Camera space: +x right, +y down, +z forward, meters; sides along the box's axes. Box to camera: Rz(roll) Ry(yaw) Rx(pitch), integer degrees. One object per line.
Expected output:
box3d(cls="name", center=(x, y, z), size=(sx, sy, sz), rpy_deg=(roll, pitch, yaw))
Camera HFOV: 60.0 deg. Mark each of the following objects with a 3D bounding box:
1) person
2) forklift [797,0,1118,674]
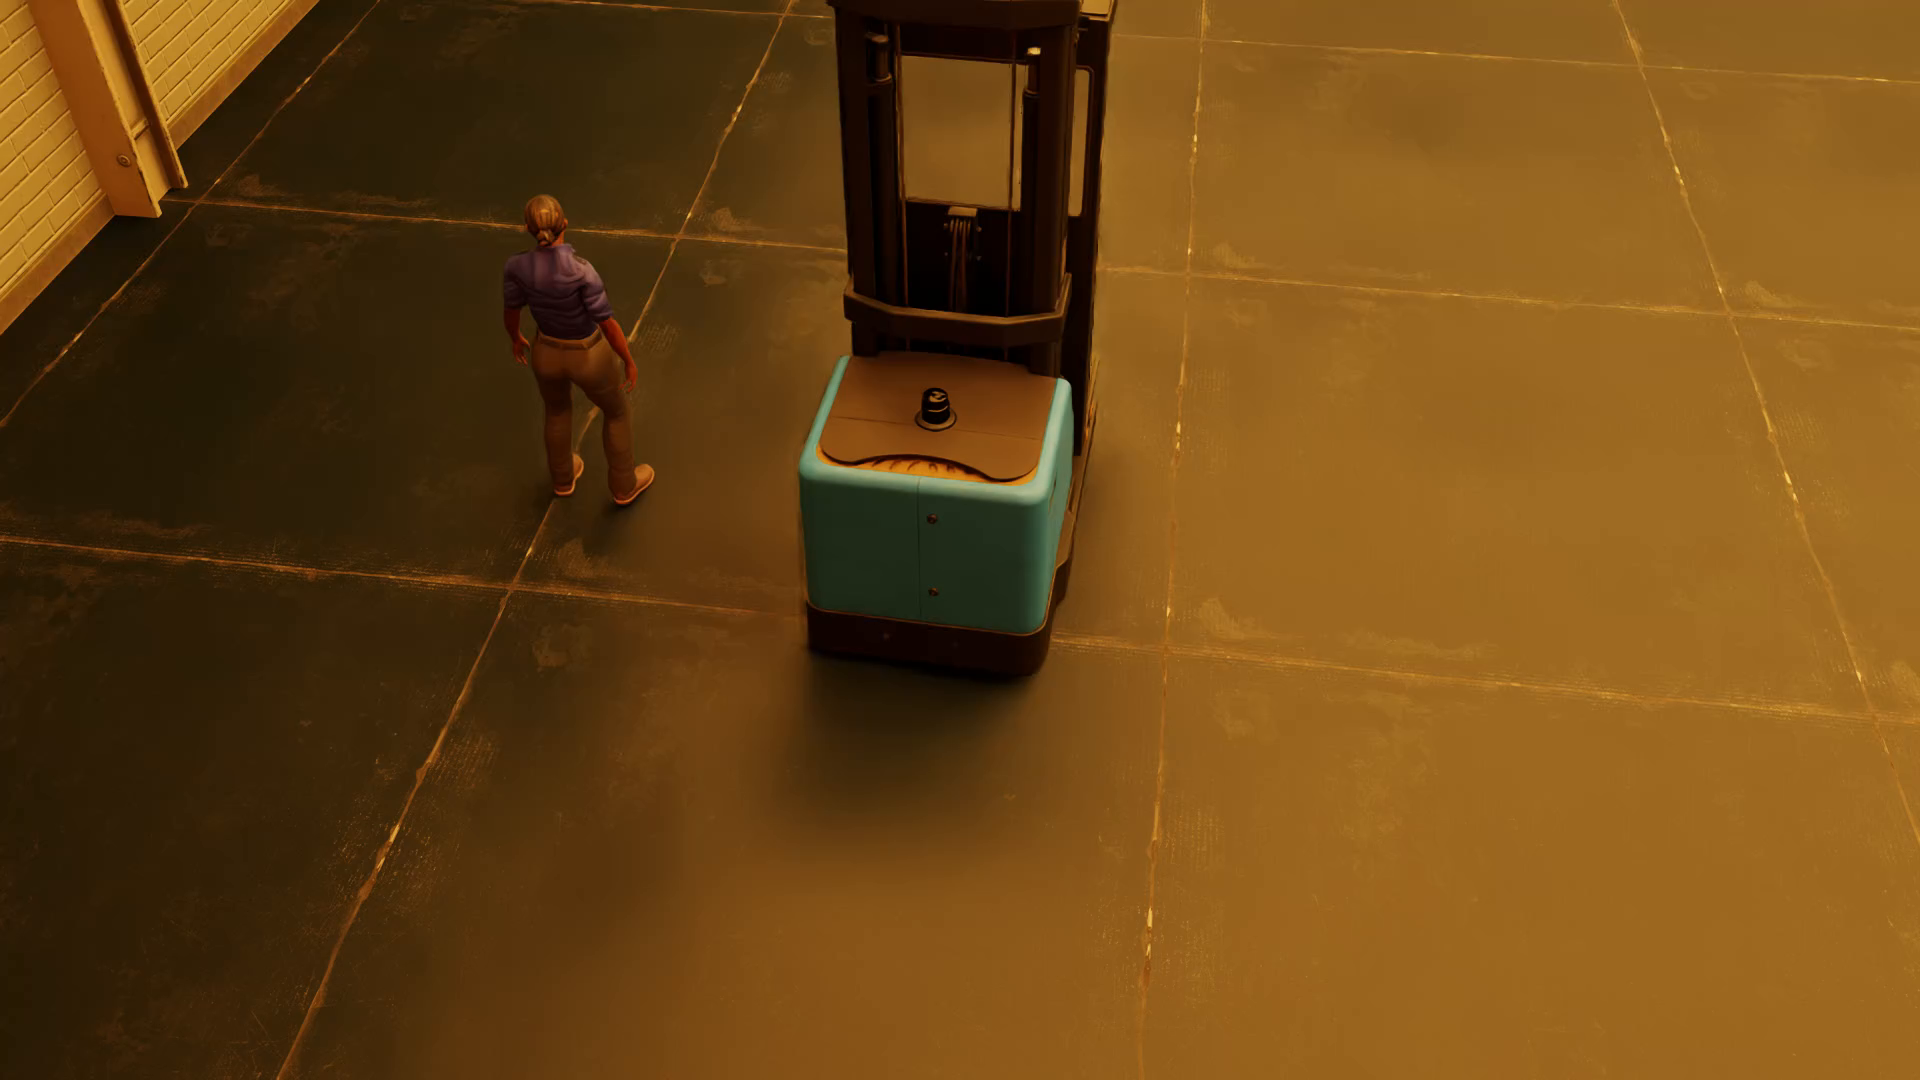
box3d(cls="person", center=(-1.766, -0.860, 7.610), size=(0.616, 1.650, 0.367), rpy_deg=(7, 43, 8))
box3d(cls="forklift", center=(0.091, -1.506, 7.364), size=(1.130, 2.935, 3.031), rpy_deg=(7, 43, 7))
